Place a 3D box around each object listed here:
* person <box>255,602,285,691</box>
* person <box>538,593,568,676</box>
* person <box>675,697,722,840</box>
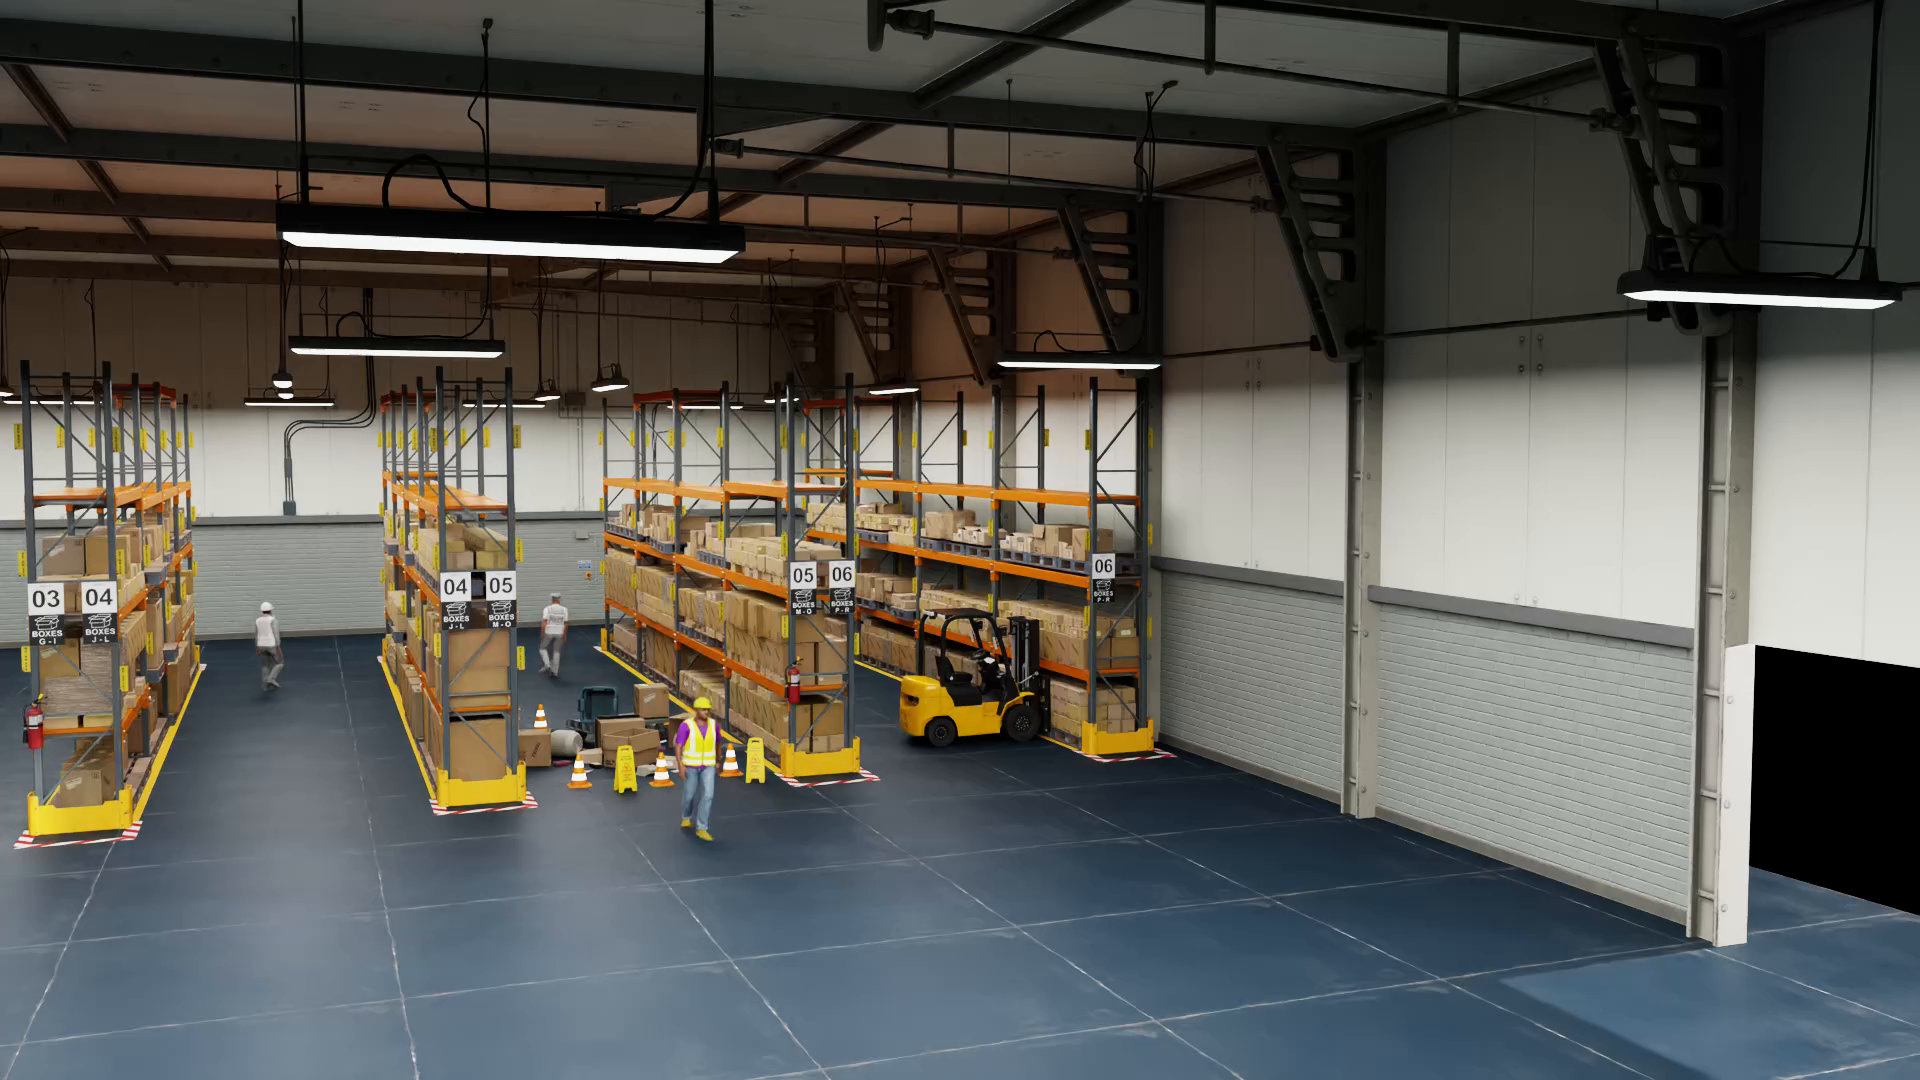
[{"bbox_3d":[-13.785,2.124,33.100,0.568,1.768,0.503,1,3,9],"label":"person"},{"bbox_3d":[-8.631,2.001,35.190,0.670,1.760,0.461,-2,4,-28],"label":"person"},{"bbox_3d":[-3.297,2.878,21.102,0.665,1.765,0.774,-2,4,-29],"label":"person"}]
